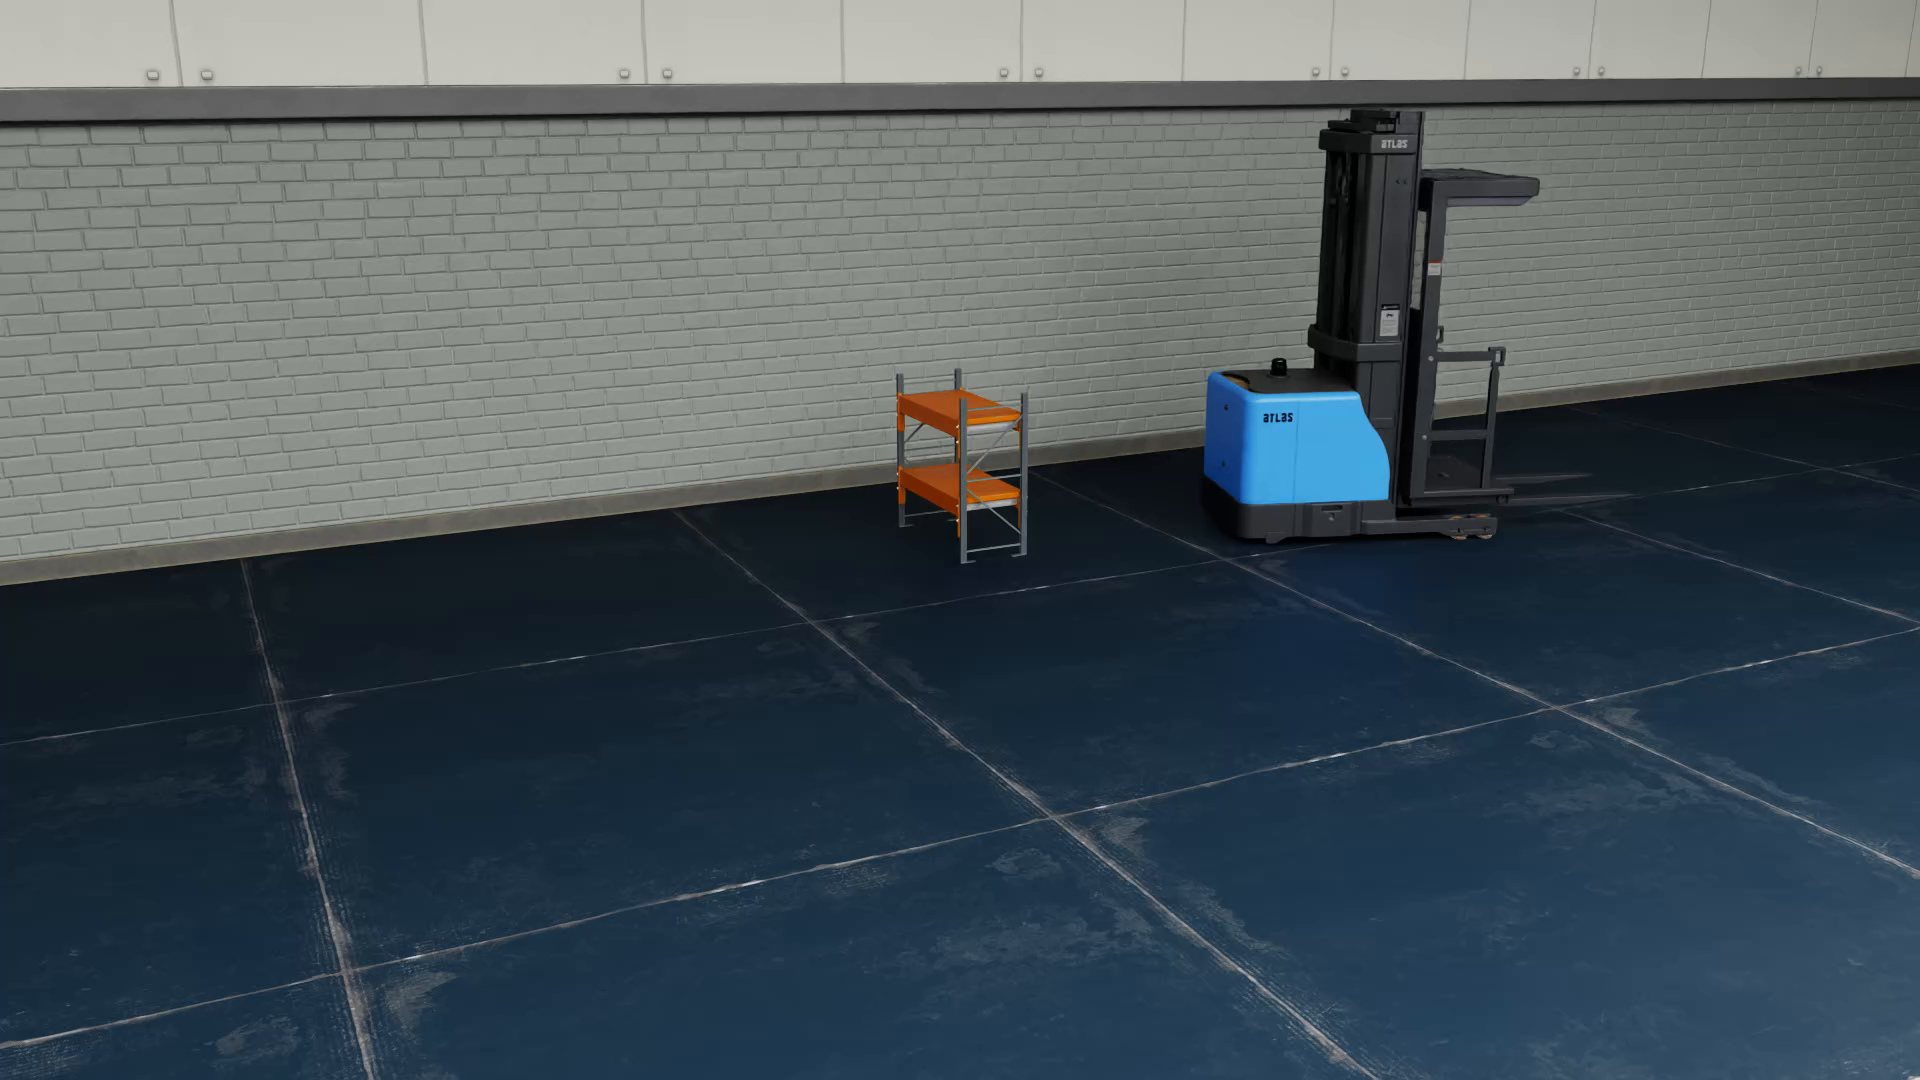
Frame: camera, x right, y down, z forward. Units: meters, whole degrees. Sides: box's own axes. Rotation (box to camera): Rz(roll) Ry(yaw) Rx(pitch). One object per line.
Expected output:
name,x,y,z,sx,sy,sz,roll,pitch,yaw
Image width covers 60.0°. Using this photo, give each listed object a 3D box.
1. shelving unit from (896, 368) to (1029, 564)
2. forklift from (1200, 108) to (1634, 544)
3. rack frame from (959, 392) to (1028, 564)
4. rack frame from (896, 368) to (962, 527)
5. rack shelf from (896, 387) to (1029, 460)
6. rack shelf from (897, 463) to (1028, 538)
shelving unit,0.003,-0.539,11.590,0.538,1.125,1.048,-8,18,-25
forklift,3.358,-1.551,11.841,3.031,2.935,1.130,-2,16,-8
rack frame,0.226,-0.413,11.150,0.500,1.125,0.032,-8,18,-25
rack frame,-0.220,-0.665,12.029,0.500,1.125,0.032,-8,18,-25
rack shelf,0.003,-0.820,11.509,0.538,0.278,1.000,-8,18,-25
rack shelf,0.003,-0.304,11.657,0.538,0.278,1.000,-8,18,-25
